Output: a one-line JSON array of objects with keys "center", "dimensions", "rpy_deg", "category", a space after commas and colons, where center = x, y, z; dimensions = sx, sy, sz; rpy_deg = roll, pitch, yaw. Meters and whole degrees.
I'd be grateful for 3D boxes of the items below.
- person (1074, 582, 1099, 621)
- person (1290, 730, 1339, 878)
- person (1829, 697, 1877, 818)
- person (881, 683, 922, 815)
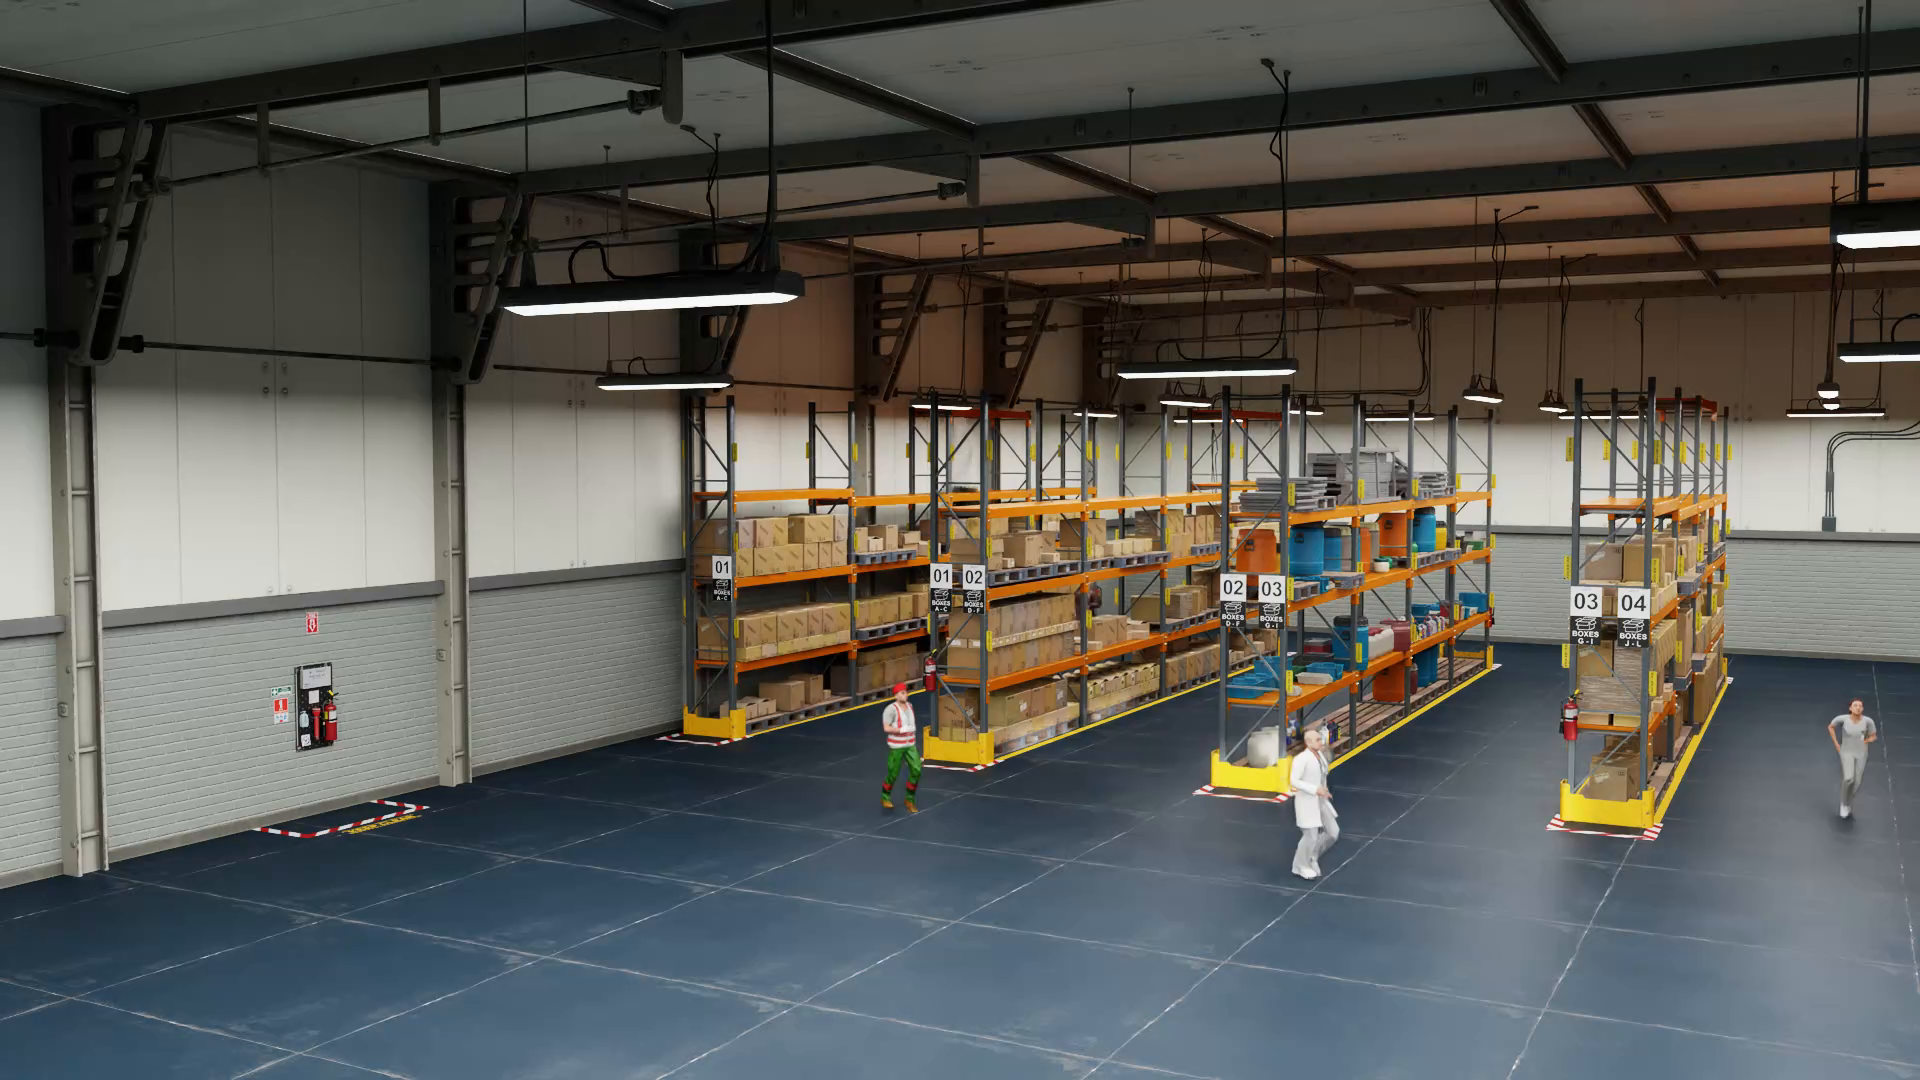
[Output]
[{"center": [2.852, 1.850, 38.055], "dimensions": [0.672, 1.905, 0.807], "rpy_deg": [1, 3, 15], "category": "person"}, {"center": [4.151, 3.099, 19.447], "dimensions": [0.717, 1.746, 0.654], "rpy_deg": [-3, 4, -41], "category": "person"}, {"center": [12.237, 2.971, 22.783], "dimensions": [0.553, 1.655, 0.721], "rpy_deg": [1, 3, 14], "category": "person"}, {"center": [-0.817, 2.896, 23.031], "dimensions": [0.665, 1.851, 0.776], "rpy_deg": [-2, 4, -39], "category": "person"}]
